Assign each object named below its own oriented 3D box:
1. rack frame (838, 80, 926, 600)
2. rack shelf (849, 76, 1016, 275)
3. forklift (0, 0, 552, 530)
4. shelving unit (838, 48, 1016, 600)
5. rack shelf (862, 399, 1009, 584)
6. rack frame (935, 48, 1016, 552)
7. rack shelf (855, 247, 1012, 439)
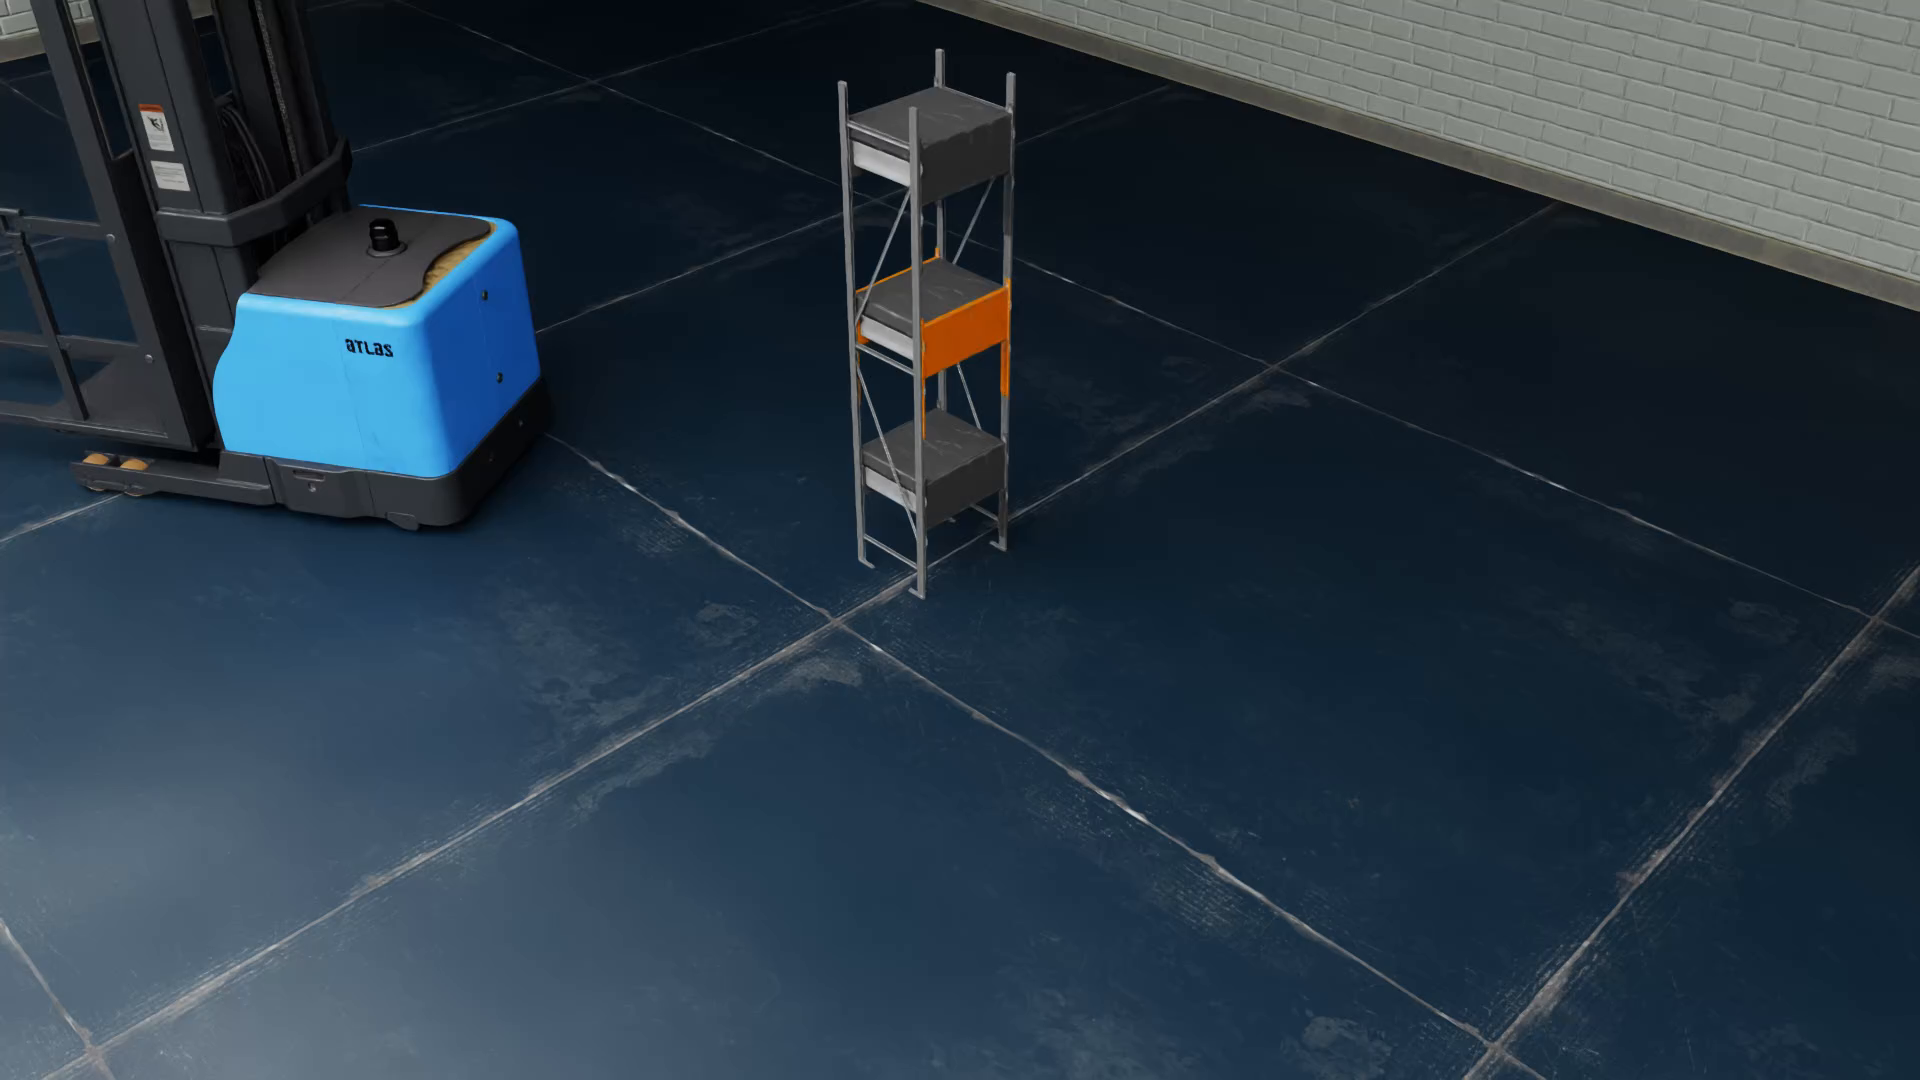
[{"bbox_3d":[-0.289,-0.695,6.411,0.400,2.100,0.015,30,45,35],"label":"rack frame"},{"bbox_3d":[-0.117,-1.357,6.160,0.431,0.518,0.480,30,45,35],"label":"rack shelf"},{"bbox_3d":[-3.531,-1.685,7.103,3.031,2.935,1.130,8,36,11],"label":"forklift"},{"bbox_3d":[-0.117,-0.794,6.553,0.431,2.100,0.503,30,45,35],"label":"shelving unit"},{"bbox_3d":[-0.117,-0.209,6.961,0.431,0.518,0.480,30,45,35],"label":"rack shelf"},{"bbox_3d":[0.055,-0.893,6.695,0.400,2.100,0.015,30,45,35],"label":"rack frame"},{"bbox_3d":[-0.117,-0.783,6.561,0.431,0.518,0.480,30,45,35],"label":"rack shelf"}]
